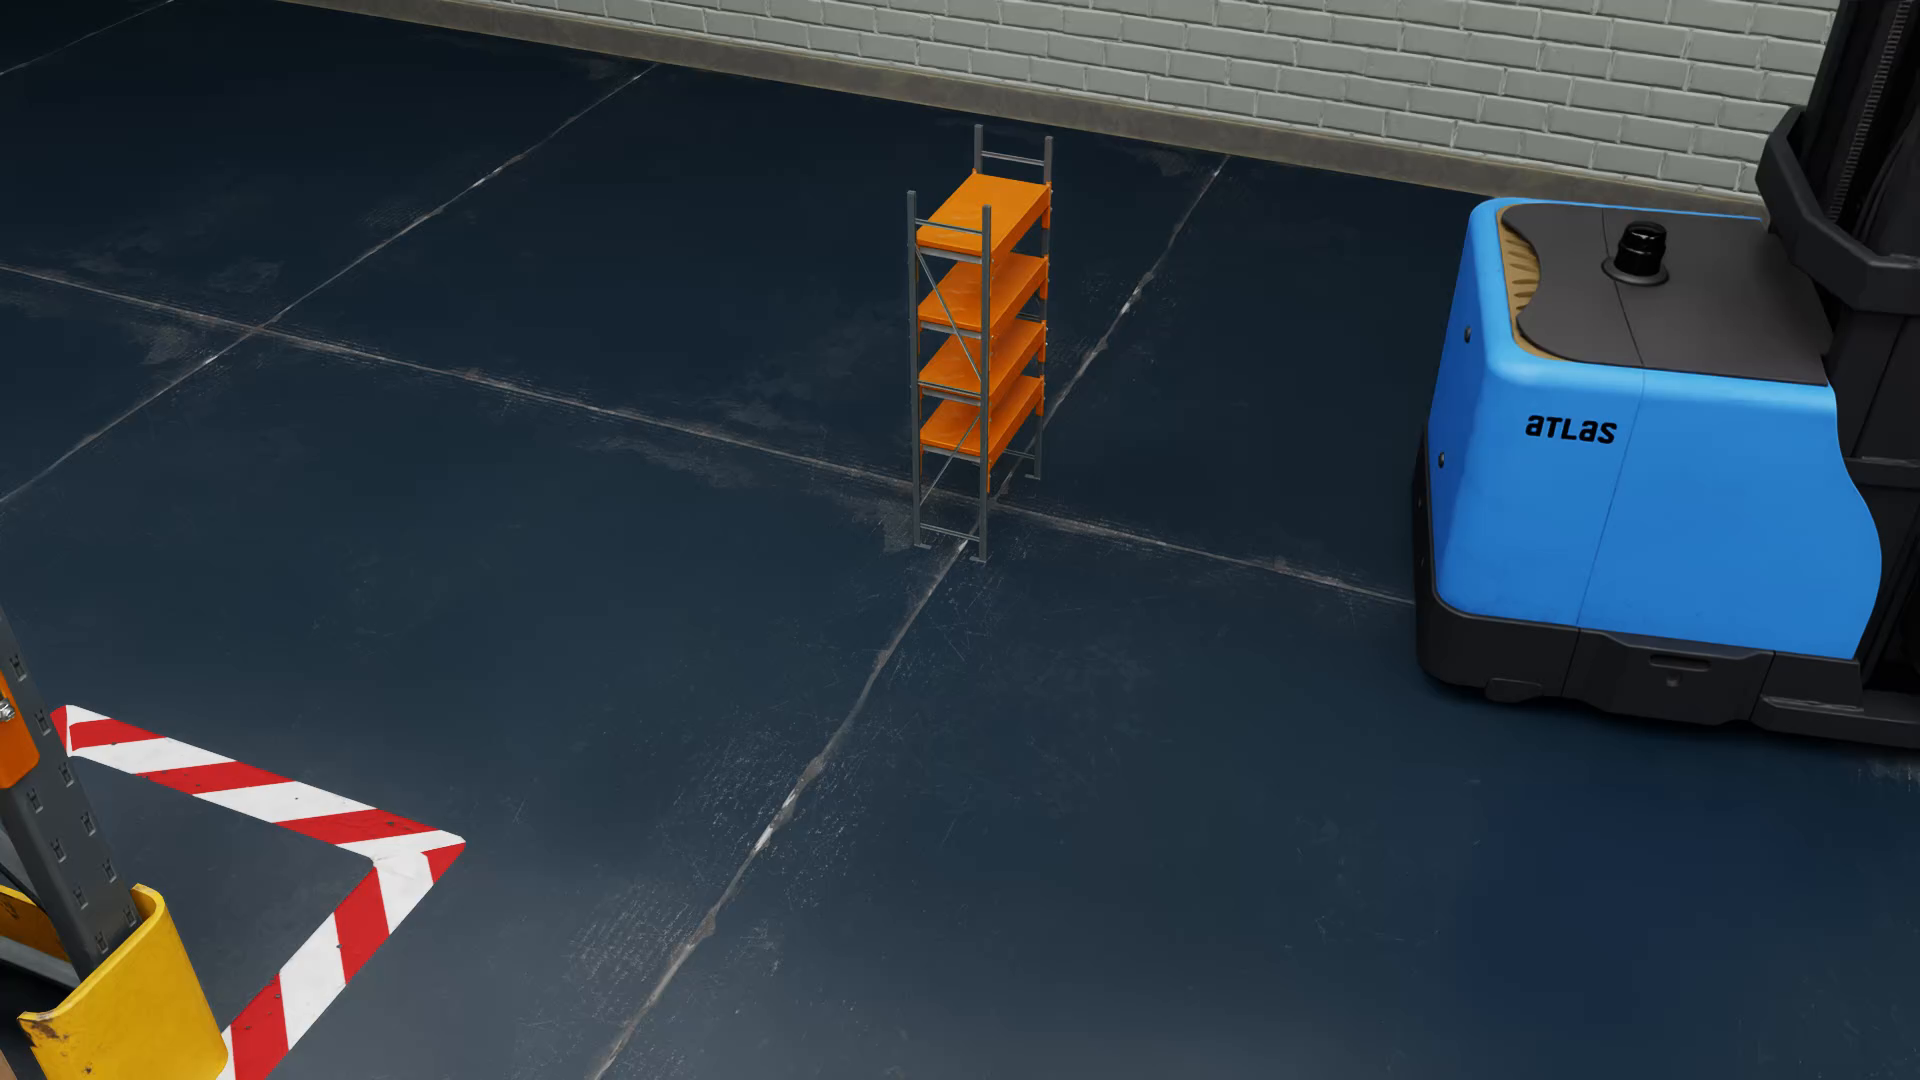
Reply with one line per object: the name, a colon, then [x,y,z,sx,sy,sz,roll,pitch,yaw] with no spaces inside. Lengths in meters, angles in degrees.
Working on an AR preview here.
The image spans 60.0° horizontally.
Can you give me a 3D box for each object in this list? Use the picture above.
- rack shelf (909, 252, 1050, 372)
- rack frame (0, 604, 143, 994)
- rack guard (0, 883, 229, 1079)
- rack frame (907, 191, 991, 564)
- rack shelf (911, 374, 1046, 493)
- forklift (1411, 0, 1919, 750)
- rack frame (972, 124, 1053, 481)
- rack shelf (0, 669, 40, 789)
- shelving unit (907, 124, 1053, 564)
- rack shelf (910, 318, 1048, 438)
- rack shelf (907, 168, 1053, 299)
rack shelf: [0.063,-0.698,4.920,0.258,0.148,0.480,14,39,18]
rack frame: [-2.186,-0.141,2.933,1.000,3.000,0.127,14,39,18]
rack guard: [-2.215,0.903,3.625,1.175,0.500,0.348,14,39,18]
rack frame: [-0.030,-0.437,4.833,0.240,1.200,0.015,14,39,18]
rack shelf: [0.063,-0.359,5.173,0.258,0.148,0.480,14,39,18]
forklift: [2.858,-0.861,3.954,3.031,2.935,1.130,7,37,9]
rack frame: [0.156,-0.707,5.194,0.240,1.200,0.015,14,39,18]
rack shelf: [-2.947,1.255,1.666,1.077,0.370,4.000,14,39,18]
shelving unit: [0.063,-0.572,5.013,0.258,1.200,0.503,14,39,18]
rack shelf: [0.063,-0.518,5.054,0.258,0.148,0.480,14,39,18]
rack shelf: [0.063,-0.887,4.778,0.258,0.148,0.480,14,39,18]
